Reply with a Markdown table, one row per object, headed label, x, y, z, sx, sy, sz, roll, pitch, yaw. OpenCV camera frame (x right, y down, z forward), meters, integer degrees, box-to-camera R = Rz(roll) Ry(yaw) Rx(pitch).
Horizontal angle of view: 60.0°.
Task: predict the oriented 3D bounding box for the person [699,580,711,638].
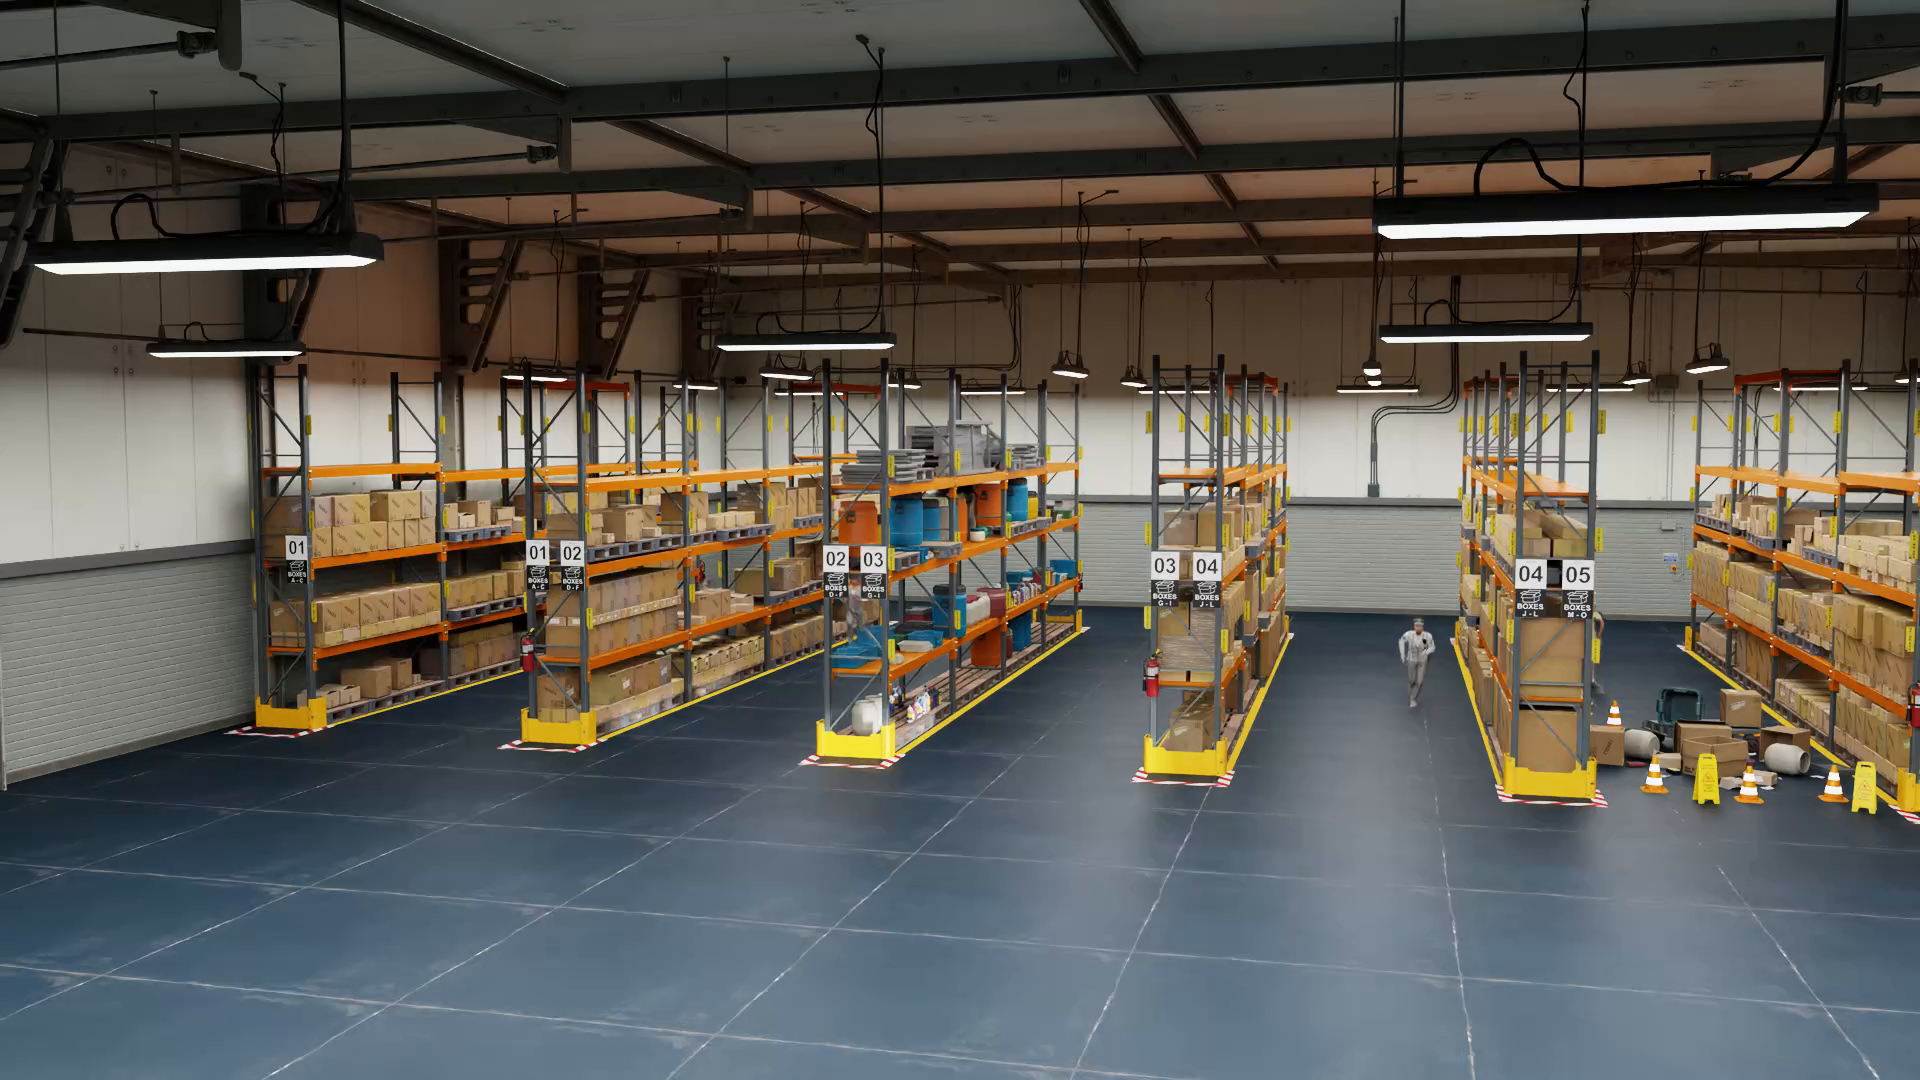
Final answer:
| label | x | y | z | sx | sy | sz | roll | pitch | yaw |
| --- | --- | --- | --- | --- | --- | --- | --- | --- | --- |
| person | -5.633 | 1.670 | 36.739 | 0.614 | 1.613 | 0.684 | 0 | 4 | -2 |

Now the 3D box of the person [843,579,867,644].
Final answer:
| label | x | y | z | sx | sy | sz | roll | pitch | yaw |
| --- | --- | --- | --- | --- | --- | --- | --- | --- | --- |
| person | -2.250 | 1.526 | 35.472 | 0.537 | 1.596 | 0.848 | 0 | 4 | 5 |

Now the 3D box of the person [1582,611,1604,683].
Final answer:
| label | x | y | z | sx | sy | sz | roll | pitch | yaw |
| --- | --- | --- | --- | --- | --- | --- | --- | --- | --- |
| person | 12.143 | 1.971 | 32.166 | 0.525 | 1.680 | 0.775 | 0 | 4 | 1 |

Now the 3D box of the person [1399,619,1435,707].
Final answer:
| label | x | y | z | sx | sy | sz | roll | pitch | yaw |
| --- | --- | --- | --- | --- | --- | --- | --- | --- | --- |
| person | 8.115 | 2.181 | 29.525 | 0.590 | 1.605 | 0.670 | 0 | 4 | 7 |
